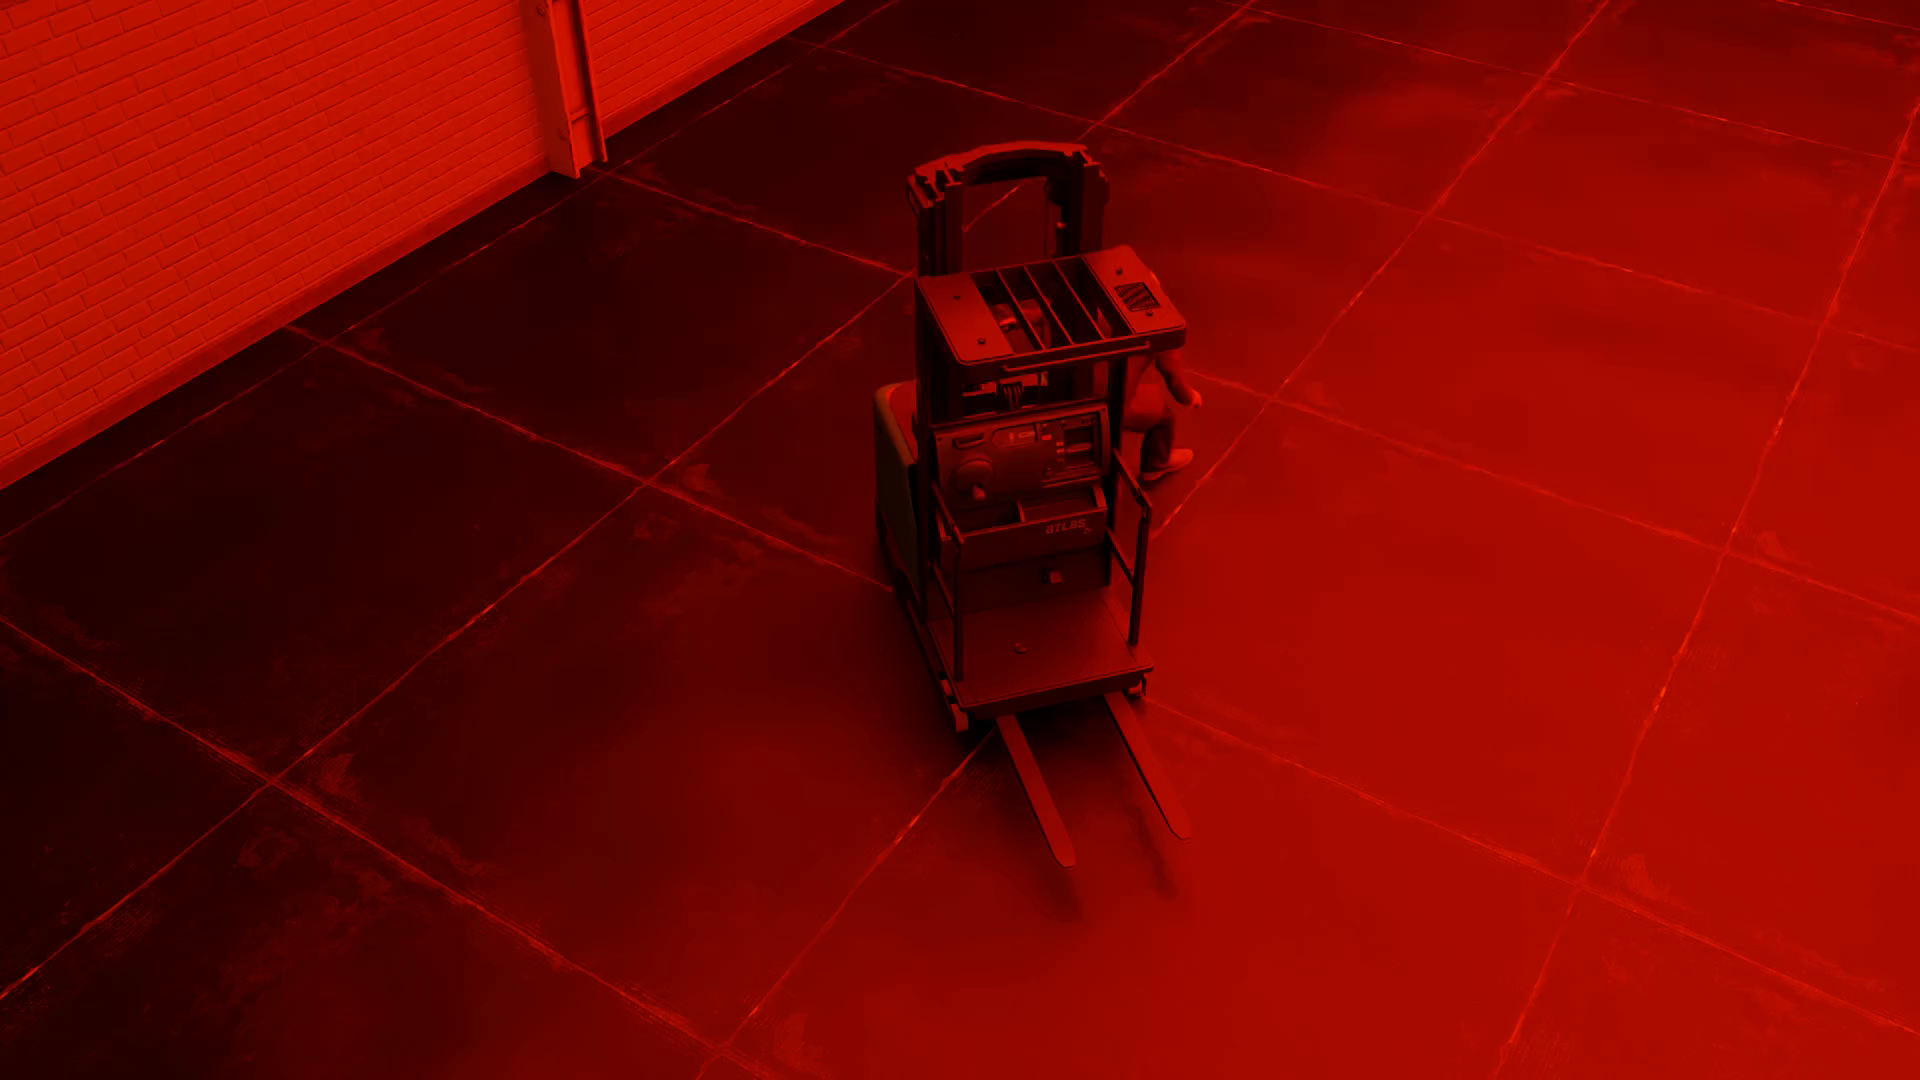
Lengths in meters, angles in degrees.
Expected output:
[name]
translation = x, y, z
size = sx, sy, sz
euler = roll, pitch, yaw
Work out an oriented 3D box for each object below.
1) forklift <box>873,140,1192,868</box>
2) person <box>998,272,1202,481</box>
[forklift]
translation = 0.390, -0.365, 8.398
size = 1.130, 2.935, 3.031
euler = -11, 41, -13
[person]
translation = 0.836, -0.908, 10.163
size = 1.232, 1.508, 0.787
euler = 11, 42, 13
